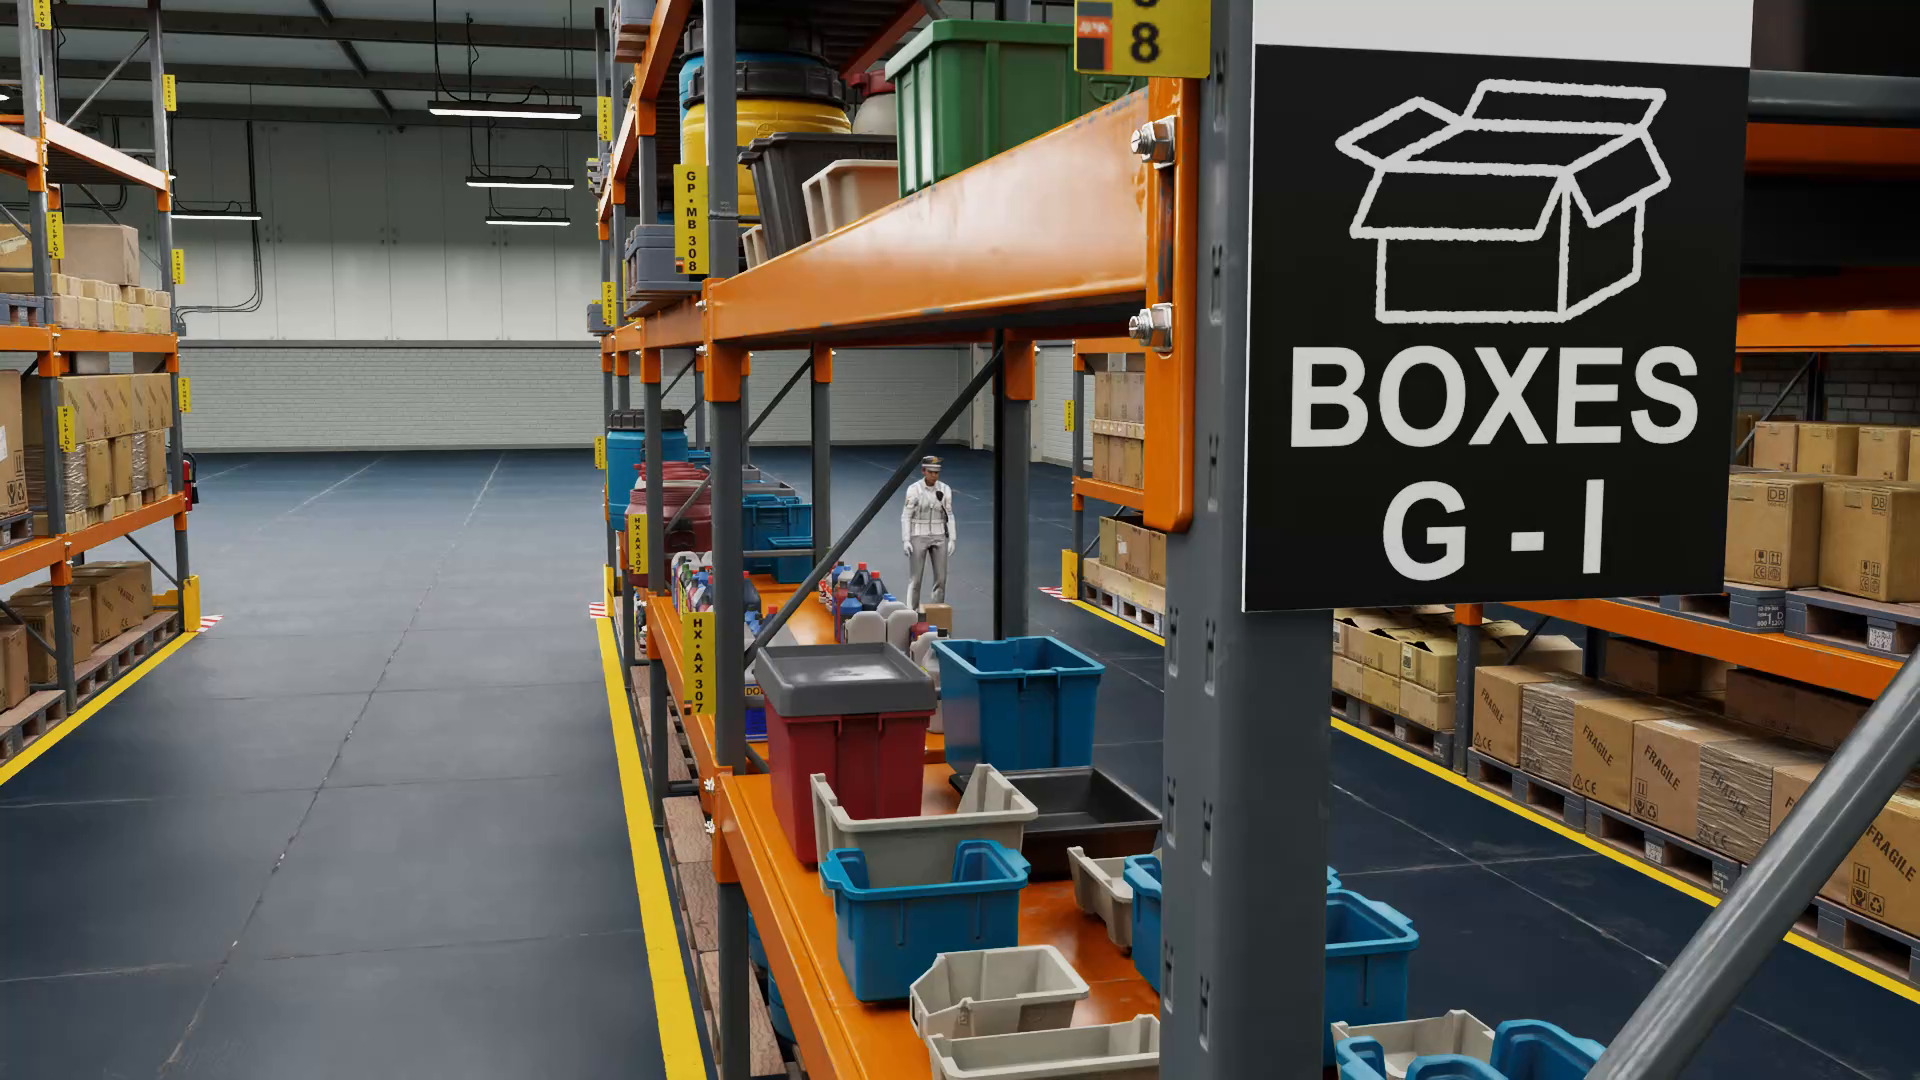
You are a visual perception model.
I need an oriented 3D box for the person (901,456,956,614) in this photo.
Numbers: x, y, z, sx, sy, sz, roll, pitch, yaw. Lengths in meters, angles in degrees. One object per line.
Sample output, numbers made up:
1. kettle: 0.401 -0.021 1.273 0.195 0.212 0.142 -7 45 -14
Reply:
1. person: -0.299 0.021 15.967 0.530 1.663 0.371 -1 6 -13
